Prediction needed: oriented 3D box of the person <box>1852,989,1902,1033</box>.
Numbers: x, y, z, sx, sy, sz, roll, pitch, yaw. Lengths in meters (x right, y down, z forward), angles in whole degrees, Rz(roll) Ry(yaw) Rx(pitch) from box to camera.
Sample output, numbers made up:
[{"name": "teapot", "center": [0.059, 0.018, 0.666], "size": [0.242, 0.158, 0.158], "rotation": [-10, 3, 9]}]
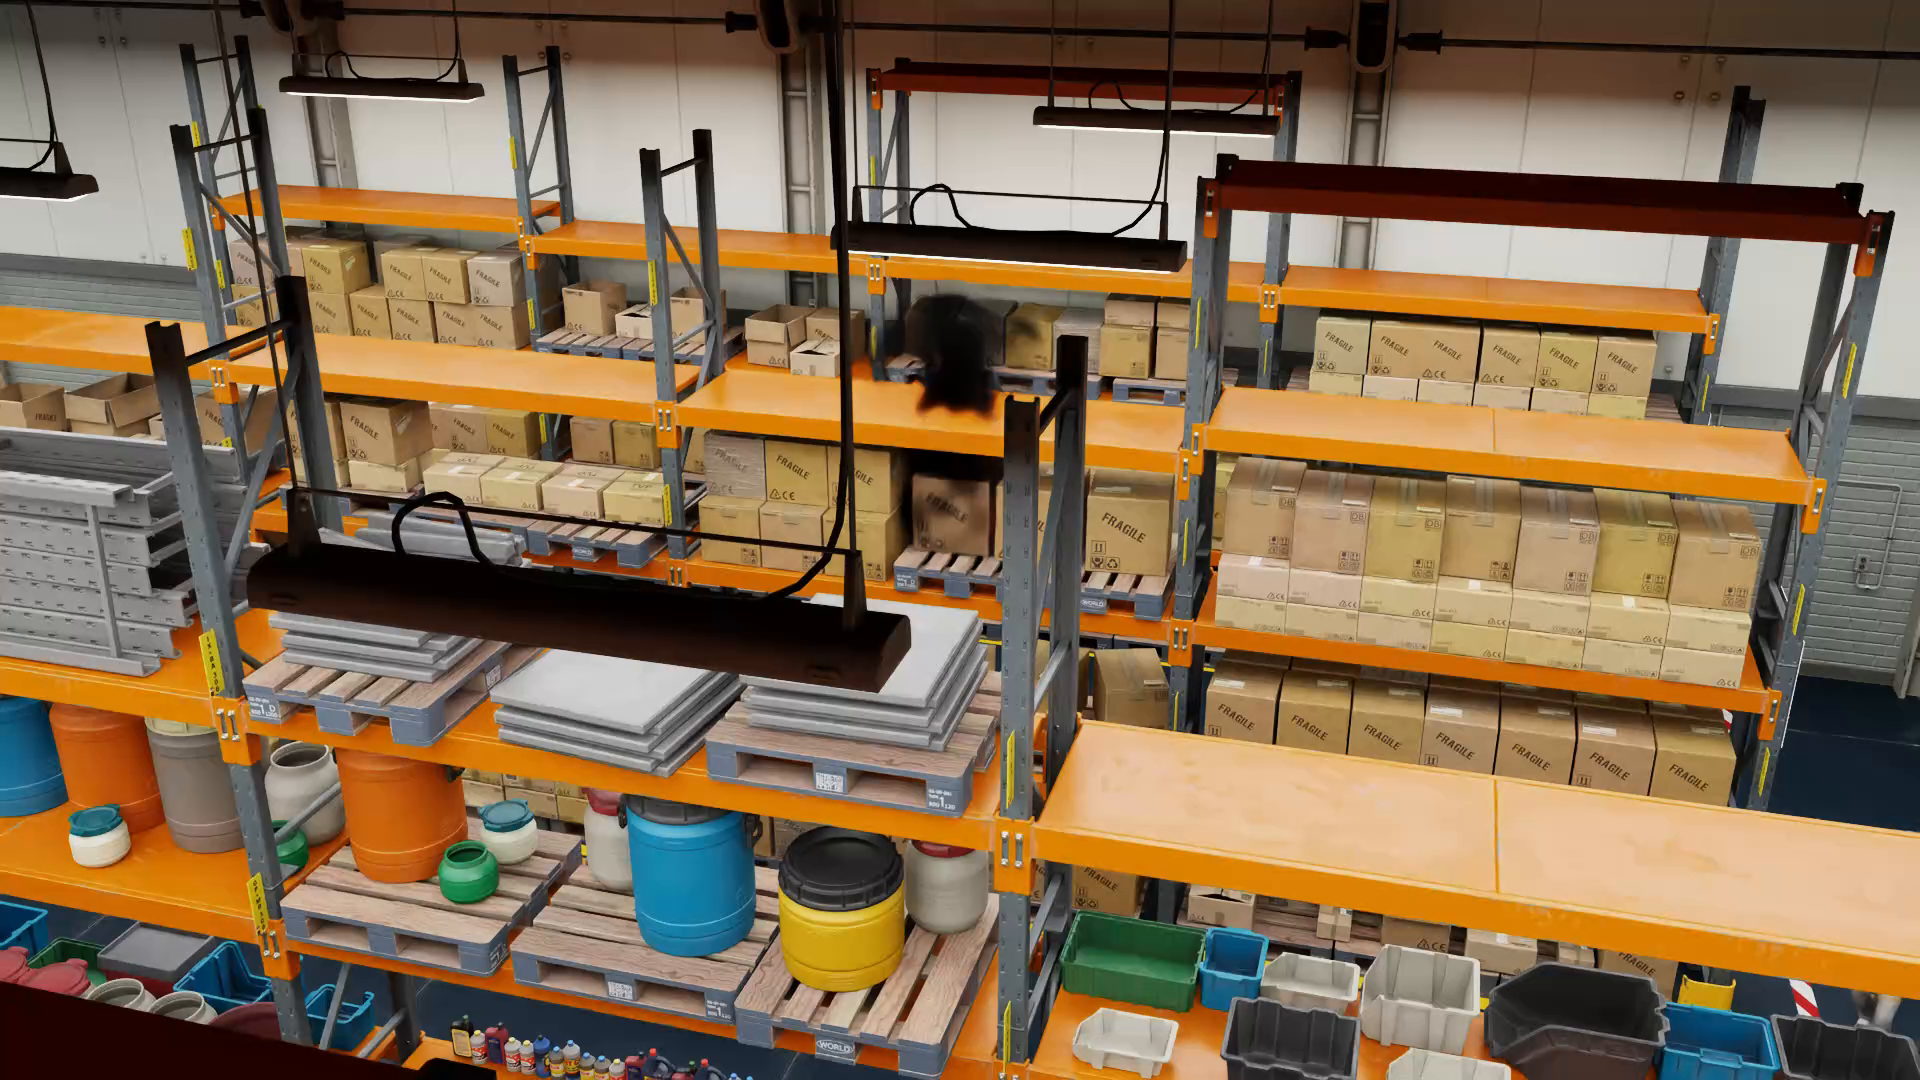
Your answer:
[{"name": "person", "center": [6.355, 2.972, 11.537], "size": [0.531, 1.600, 0.853], "rotation": [21, 30, 40]}]

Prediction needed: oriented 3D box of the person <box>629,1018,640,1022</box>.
[{"name": "person", "center": [-1.990, 2.804, 11.948], "size": [0.989, 1.682, 0.702], "rotation": [2, 23, 5]}]
